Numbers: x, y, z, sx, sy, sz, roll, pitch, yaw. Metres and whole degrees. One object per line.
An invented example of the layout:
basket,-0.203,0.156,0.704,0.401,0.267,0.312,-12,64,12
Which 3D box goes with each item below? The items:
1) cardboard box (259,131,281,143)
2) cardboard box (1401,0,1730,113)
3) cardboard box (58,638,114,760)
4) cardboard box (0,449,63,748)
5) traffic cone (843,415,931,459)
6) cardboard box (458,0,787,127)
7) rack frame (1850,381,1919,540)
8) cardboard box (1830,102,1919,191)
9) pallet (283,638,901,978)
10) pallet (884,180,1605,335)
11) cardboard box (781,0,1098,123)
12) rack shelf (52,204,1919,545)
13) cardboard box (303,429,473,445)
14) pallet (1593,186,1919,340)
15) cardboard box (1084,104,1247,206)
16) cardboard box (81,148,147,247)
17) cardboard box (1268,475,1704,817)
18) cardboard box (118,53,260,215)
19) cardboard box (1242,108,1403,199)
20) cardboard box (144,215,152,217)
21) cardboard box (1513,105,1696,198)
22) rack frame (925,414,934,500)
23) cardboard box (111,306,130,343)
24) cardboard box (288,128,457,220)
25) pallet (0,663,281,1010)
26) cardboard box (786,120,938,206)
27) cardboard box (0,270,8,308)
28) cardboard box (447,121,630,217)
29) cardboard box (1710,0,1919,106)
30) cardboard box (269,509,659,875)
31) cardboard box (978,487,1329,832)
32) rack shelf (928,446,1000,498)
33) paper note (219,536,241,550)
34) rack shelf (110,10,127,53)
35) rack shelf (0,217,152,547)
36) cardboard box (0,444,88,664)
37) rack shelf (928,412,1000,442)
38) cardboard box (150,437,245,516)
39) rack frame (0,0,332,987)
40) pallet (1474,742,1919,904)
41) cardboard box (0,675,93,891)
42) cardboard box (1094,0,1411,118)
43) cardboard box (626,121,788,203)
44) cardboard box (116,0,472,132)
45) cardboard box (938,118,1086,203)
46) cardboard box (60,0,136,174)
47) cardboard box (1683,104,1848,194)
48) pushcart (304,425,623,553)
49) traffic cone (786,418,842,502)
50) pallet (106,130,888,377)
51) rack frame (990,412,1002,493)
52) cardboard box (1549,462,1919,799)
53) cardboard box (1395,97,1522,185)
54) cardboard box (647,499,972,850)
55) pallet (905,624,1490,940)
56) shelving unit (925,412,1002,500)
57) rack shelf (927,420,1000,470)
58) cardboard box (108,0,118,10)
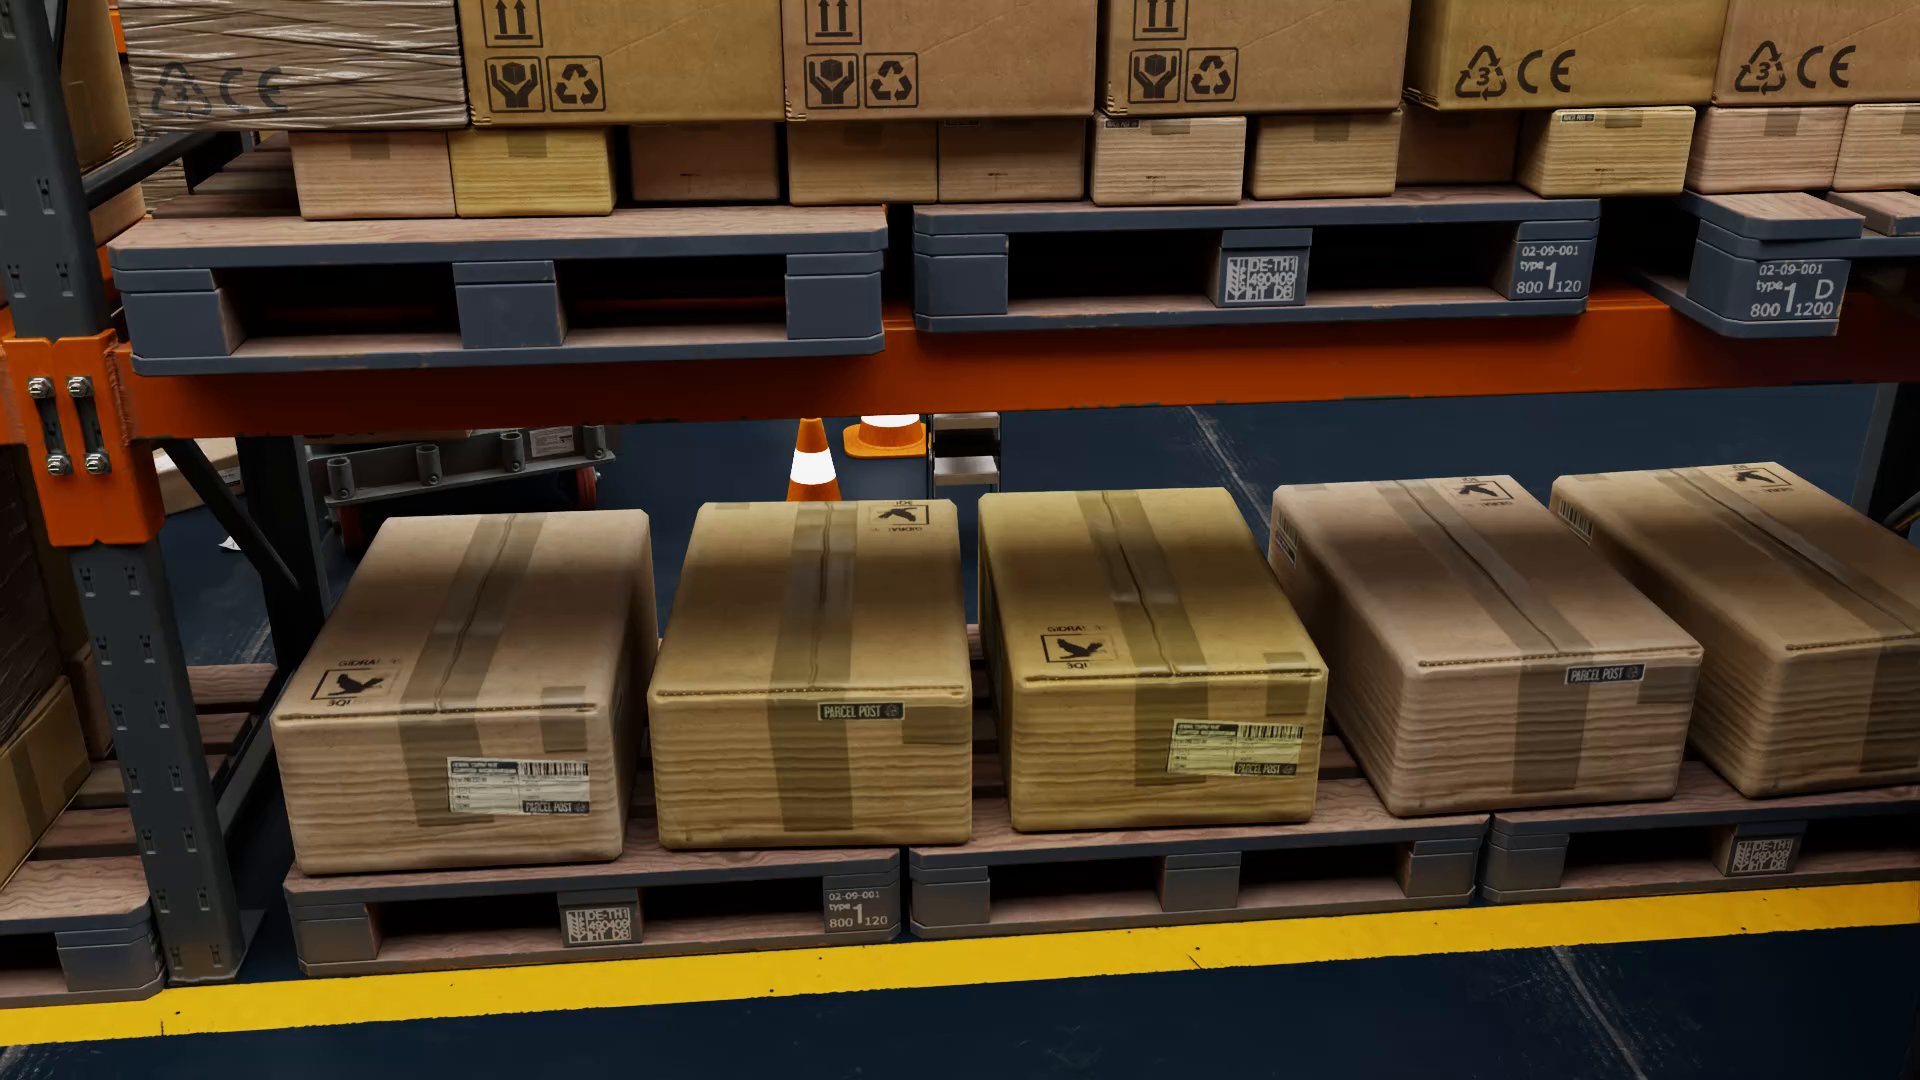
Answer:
cardboard box,-2.762,-1.916,7.967,0.875,0.875,0.875,-2,24,-4
cardboard box,0.998,-1.052,2.918,0.500,0.500,0.500,-4,24,-9
cardboard box,-2.155,0.284,3.787,0.500,0.250,0.500,-3,24,-8
cardboard box,-2.104,0.159,3.145,0.500,0.500,0.500,-3,24,-6
traffic cone,-0.255,-0.567,5.957,0.334,0.463,0.336,-2,24,-5
cardboard box,-0.549,-0.992,2.782,0.500,0.500,0.500,-2,24,-5
rack frame,2.439,-0.855,3.481,0.127,3.000,1.000,-2,24,-5
cardboard box,1.630,-0.756,3.050,0.250,0.149,0.380,-2,24,-6
pallet,-0.767,0.547,3.759,1.213,0.211,1.003,-2,24,-5
pallet,0.473,-0.672,3.305,1.213,0.211,1.003,-2,24,-5
cardboard box,-0.055,-1.006,2.814,0.500,0.500,0.500,-2,24,-5
rack shelf,0.449,-0.447,3.447,4.000,0.370,1.077,-2,24,-5
cardboard box,-1.747,-0.618,5.091,0.500,0.500,0.500,-2,24,-5
pallet,1.740,-0.696,3.359,1.003,0.211,1.213,-2,24,-5
cardboard box,0.339,-0.708,2.941,0.250,0.149,0.380,-1,24,-3
cardboard box,-1.887,-0.698,3.436,0.250,0.149,0.380,-2,24,-5
cardboard box,1.142,0.205,3.814,0.625,0.372,0.950,-3,24,-6
cardboard box,-3.658,-1.879,7.883,0.875,0.875,0.875,-2,24,-5
cardboard box,0.602,-0.730,2.992,0.250,0.149,0.380,-3,24,-7
cardboard box,-3.573,-1.074,7.048,0.500,0.500,0.500,2,24,4
cardboard box,1.106,-0.732,2.997,0.250,0.149,0.380,-2,24,-4
rack frame,-0.093,-0.407,5.059,0.006,0.900,0.240,-2,24,-5
cardboard box,-3.093,-0.591,5.793,0.503,0.637,0.797,-2,24,-5
cardboard box,-0.961,-0.667,2.850,0.250,0.149,0.380,-2,24,-4
pallet,-2.207,0.620,3.595,1.213,0.211,1.003,-2,24,-5
cardboard box,-0.177,-0.709,2.944,0.250,0.149,0.380,-2,24,-4
cardboard box,-1.832,-0.445,2.867,0.250,0.149,0.380,-3,24,-6
cardboard box,-0.711,-0.673,2.864,0.250,0.149,0.380,-2,24,-4
cardboard box,1.500,-1.073,2.965,0.500,0.500,0.500,-3,24,-6
cardboard box,-1.020,0.291,3.619,0.625,0.372,0.950,-2,24,-4
cardboard box,0.387,0.233,3.751,0.625,0.372,0.950,-2,24,-3
rack shelf,0.008,-0.217,5.155,0.200,0.077,0.258,-2,24,-5
paper note,-2.237,-0.007,5.228,0.142,0.019,0.148,-2,24,-5
rack shelf,-4.119,-2.284,7.580,4.000,0.370,1.077,-2,24,-5
rack shelf,-3.532,-0.287,3.088,4.000,0.370,1.077,-2,24,-5
cardboard box,-2.155,-0.059,3.635,0.500,0.500,0.500,-1,24,-3
rack shelf,0.008,-0.381,5.081,0.200,0.077,0.258,-2,24,-5
cardboard box,-2.563,-0.281,5.555,0.258,0.266,0.396,22,32,40
rack frame,-1.542,-0.695,3.122,0.127,3.000,1.000,-2,24,-5
pallet,1.661,0.450,3.978,1.213,0.211,1.003,-2,24,-5
cardboard box,-2.104,0.501,3.297,0.500,0.250,0.500,-1,24,-3
cardboard box,0.455,-1.031,2.870,0.500,0.500,0.500,-3,24,-7
cardboard box,-0.437,-0.716,2.959,0.250,0.149,0.380,-1,24,-2
cardboard box,-1.047,-0.972,2.737,0.500,0.500,0.500,-2,24,-4
cardboard box,0.070,-0.718,2.965,0.250,0.149,0.380,-2,24,-5
cardboard box,-2.007,-0.972,3.255,0.500,0.500,0.500,-2,24,-5
cardboard box,1.379,-0.749,3.035,0.250,0.149,0.380,-3,24,-8
pushcart,-1.816,-0.417,5.723,0.936,0.377,1.648,-11,26,-23
traffic cone,-0.445,-0.152,5.021,0.334,0.463,0.336,-2,24,-5
pallet,-0.767,-0.580,3.097,1.213,0.211,1.003,-2,24,-5
rack frame,0.109,-0.416,5.077,0.006,0.900,0.240,-2,24,-5
cardboard box,1.876,0.172,3.888,0.625,0.372,0.950,-4,24,-9
cardboard box,0.844,-0.773,3.089,0.250,0.149,0.380,-2,24,-5
cardboard box,-0.305,0.261,3.687,0.625,0.372,0.950,-1,24,-2
pallet,0.450,0.497,3.872,1.213,0.211,1.003,-2,24,-5
shelving unit,0.008,-0.412,5.068,0.210,0.900,0.258,-2,24,-5
rack shelf,0.008,-0.299,5.118,0.200,0.077,0.258,-2,24,-5
cardboard box,-3.589,-2.736,7.528,0.550,0.550,0.875,-2,24,-5
